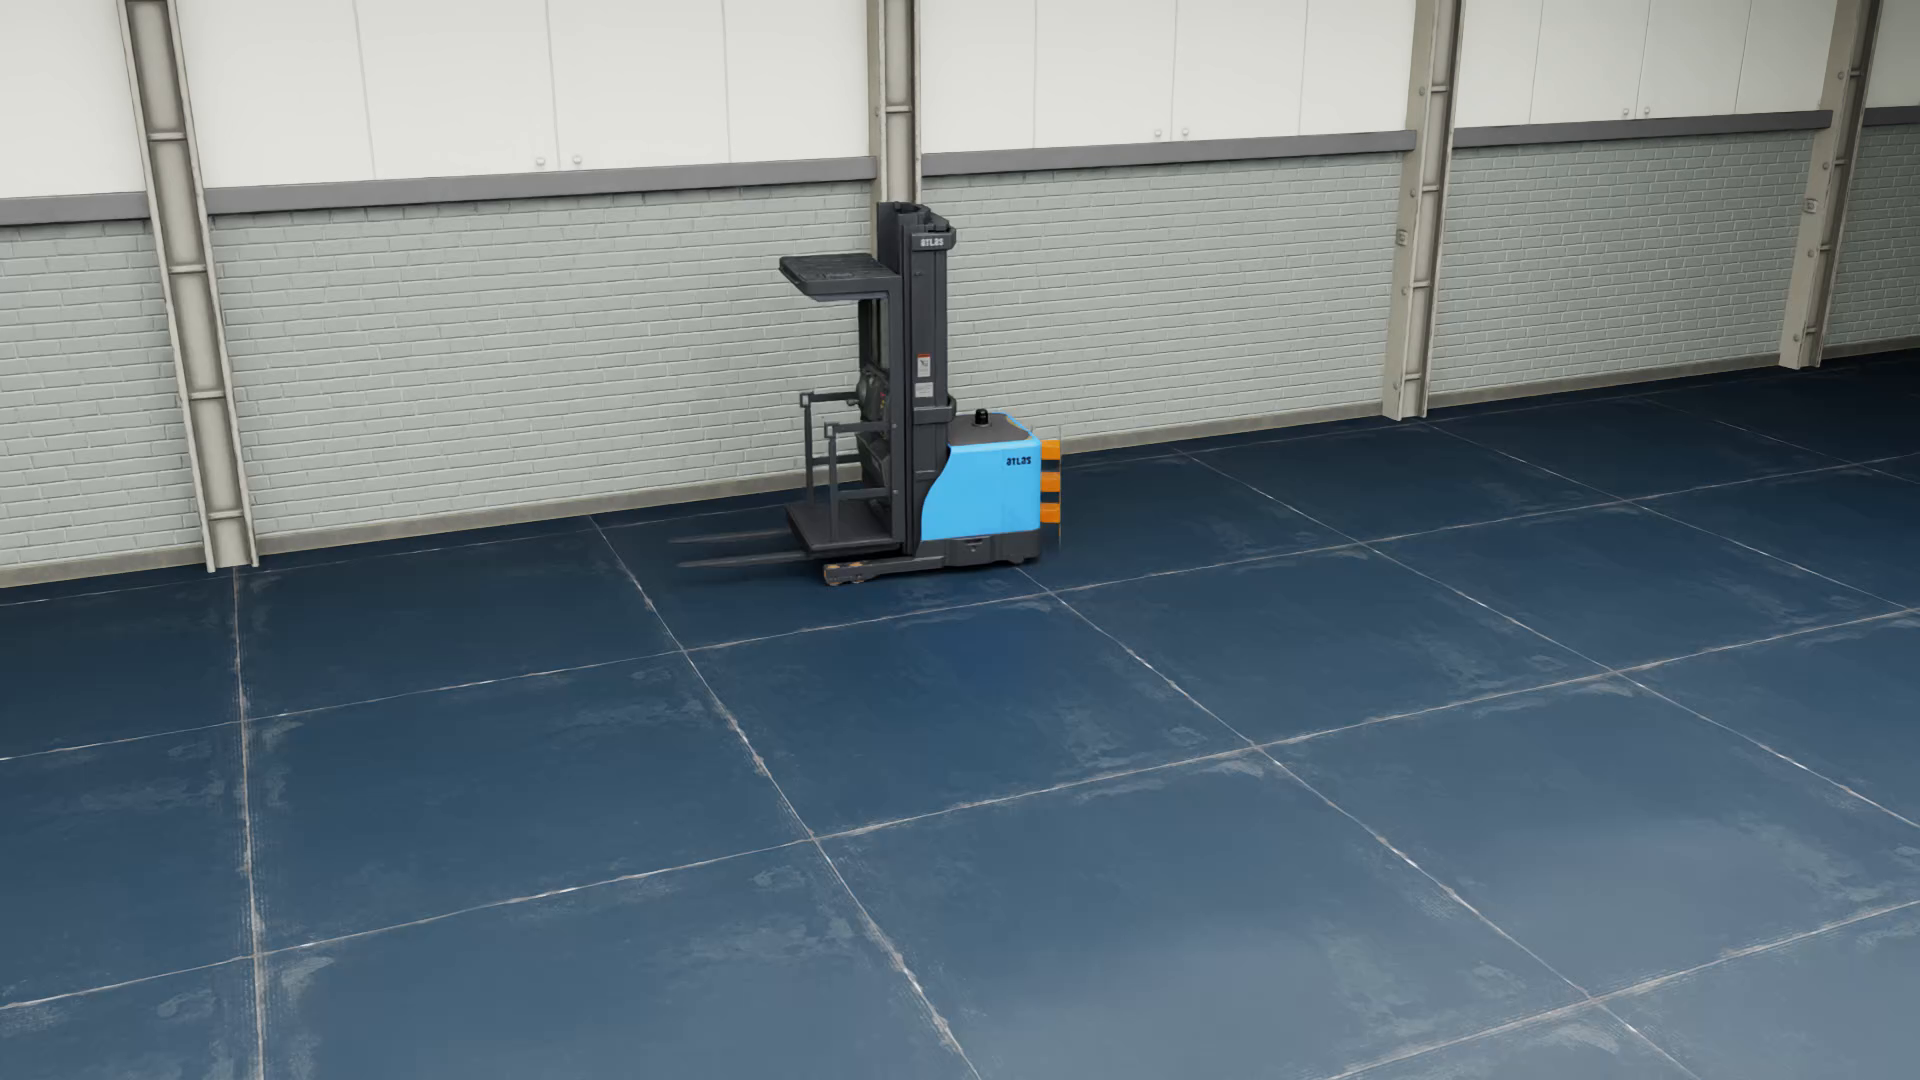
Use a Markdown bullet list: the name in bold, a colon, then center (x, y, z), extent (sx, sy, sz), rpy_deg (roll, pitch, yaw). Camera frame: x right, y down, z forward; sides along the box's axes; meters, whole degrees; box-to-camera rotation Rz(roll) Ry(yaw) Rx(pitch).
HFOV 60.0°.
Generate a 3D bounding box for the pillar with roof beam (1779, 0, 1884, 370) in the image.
- **pillar with roof beam**: center (12.132, -5.102, 15.464), extent (0.400, 9.000, 9.100), rpy_deg (-8, 21, -22)

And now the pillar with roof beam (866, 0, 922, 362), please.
- **pillar with roof beam**: center (1.113, -3.524, 10.980), extent (0.400, 9.000, 9.100), rpy_deg (-8, 21, -22)

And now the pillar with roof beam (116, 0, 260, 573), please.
- **pillar with roof beam**: center (-4.396, -2.734, 8.739), extent (0.400, 9.000, 9.100), rpy_deg (-8, 21, -22)

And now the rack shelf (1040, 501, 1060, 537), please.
- **rack shelf**: center (0.741, -0.182, 14.316), extent (0.240, 0.259, 0.215), rpy_deg (0, 19, 3)

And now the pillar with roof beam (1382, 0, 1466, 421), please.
- **pillar with roof beam**: center (6.622, -4.313, 13.222), extent (0.400, 9.000, 9.100), rpy_deg (-8, 21, -22)

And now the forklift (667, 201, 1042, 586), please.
- **forklift**: center (-0.892, -1.206, 13.533), extent (3.031, 2.935, 1.130), rpy_deg (-6, 20, -15)

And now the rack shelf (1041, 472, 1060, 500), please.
- **rack shelf**: center (0.737, -0.445, 14.226), extent (0.240, 0.259, 0.215), rpy_deg (0, 19, 3)

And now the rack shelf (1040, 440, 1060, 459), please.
- **rack shelf**: center (0.733, -0.713, 14.135), extent (0.240, 0.259, 0.215), rpy_deg (0, 19, 3)

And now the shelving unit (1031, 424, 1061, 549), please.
- **shelving unit**: center (0.737, -0.455, 14.223), extent (0.252, 1.050, 0.215), rpy_deg (0, 19, 3)
